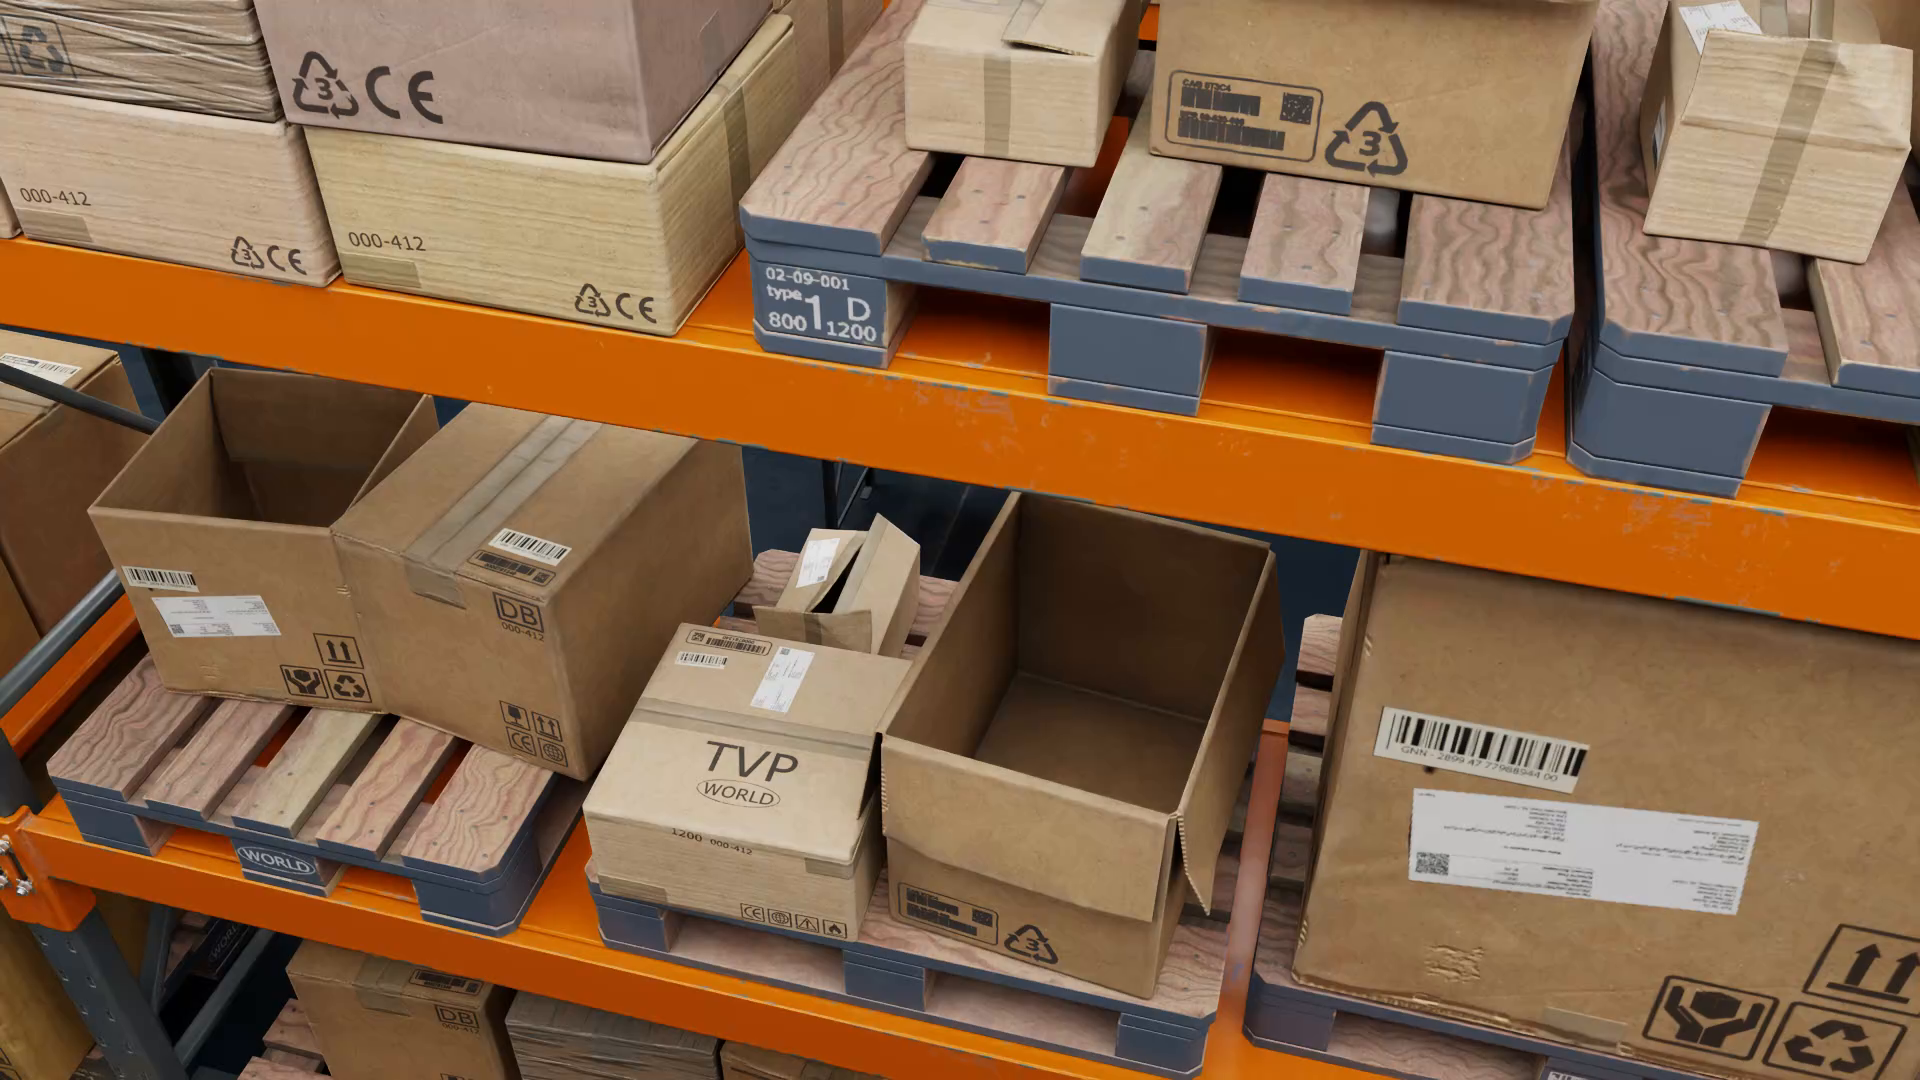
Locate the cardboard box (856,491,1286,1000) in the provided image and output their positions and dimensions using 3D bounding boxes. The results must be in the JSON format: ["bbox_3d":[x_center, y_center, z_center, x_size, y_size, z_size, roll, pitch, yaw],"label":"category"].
[{"bbox_3d":[0.232,0.364,3.077,0.637,0.503,0.797,14,42,16],"label":"cardboard box"}]

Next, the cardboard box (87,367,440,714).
[{"bbox_3d":[-1.401,-0.004,3.518,0.500,0.500,0.500,5,40,6],"label":"cardboard box"}]

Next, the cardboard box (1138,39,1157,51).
[{"bbox_3d":[0.857,-1.933,7.643,0.750,0.750,1.050,10,41,12],"label":"cardboard box"}]

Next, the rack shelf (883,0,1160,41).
[{"bbox_3d":[1.378,-2.327,7.247,4.000,0.370,1.077,10,41,11],"label":"rack shelf"}]

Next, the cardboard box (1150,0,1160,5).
[{"bbox_3d":[0.789,-2.564,6.892,0.500,0.500,0.500,10,41,11],"label":"cardboard box"}]

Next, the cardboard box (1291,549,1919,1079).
[{"bbox_3d":[1.199,0.186,2.904,1.000,1.000,1.000,10,41,12],"label":"cardboard box"}]

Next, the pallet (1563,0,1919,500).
[{"bbox_3d":[1.362,-0.450,2.268,1.003,0.211,1.213,10,41,11],"label":"pallet"}]

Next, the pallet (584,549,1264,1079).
[{"bbox_3d":[-0.011,0.507,3.463,1.213,0.211,1.003,10,41,11],"label":"pallet"}]

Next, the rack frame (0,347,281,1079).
[{"bbox_3d":[-1.933,0.130,3.763,0.127,3.000,1.000,10,41,11],"label":"rack frame"}]

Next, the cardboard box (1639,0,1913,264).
[{"bbox_3d":[0.997,-0.557,2.026,0.258,0.266,0.396,11,41,13],"label":"cardboard box"}]

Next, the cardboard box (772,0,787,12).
[{"bbox_3d":[-0.435,-1.154,2.493,0.500,0.500,0.500,10,41,12],"label":"cardboard box"}]

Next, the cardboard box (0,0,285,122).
[{"bbox_3d":[-1.057,-0.924,2.219,0.500,0.500,0.500,10,41,12],"label":"cardboard box"}]

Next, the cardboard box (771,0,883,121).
[{"bbox_3d":[-0.444,-0.875,2.744,0.500,0.250,0.500,11,41,13],"label":"cardboard box"}]

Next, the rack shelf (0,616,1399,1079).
[{"bbox_3d":[-0.001,0.738,3.598,4.000,0.370,1.077,10,41,11],"label":"rack shelf"}]

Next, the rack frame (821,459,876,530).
[{"bbox_3d":[-0.409,-0.645,5.851,0.032,1.500,0.500,10,41,11],"label":"rack frame"}]

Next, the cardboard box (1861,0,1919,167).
[{"bbox_3d":[1.502,-0.694,2.004,0.637,0.503,0.797,8,41,9],"label":"cardboard box"}]

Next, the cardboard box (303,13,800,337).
[{"bbox_3d":[-0.550,-0.560,2.368,0.500,0.250,0.500,11,41,12],"label":"cardboard box"}]

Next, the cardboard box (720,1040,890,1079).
[{"bbox_3d":[-0.192,1.192,4.100,0.500,0.500,0.700,13,42,15],"label":"cardboard box"}]

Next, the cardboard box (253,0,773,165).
[{"bbox_3d":[-0.569,-0.844,2.124,0.500,0.500,0.500,9,41,10],"label":"cardboard box"}]

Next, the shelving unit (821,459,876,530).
[{"bbox_3d":[0.082,-0.560,5.751,1.048,1.500,0.538,10,41,11],"label":"shelving unit"}]

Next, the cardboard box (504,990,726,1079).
[{"bbox_3d":[-0.742,1.102,4.207,0.500,0.500,0.700,7,40,8],"label":"cardboard box"}]

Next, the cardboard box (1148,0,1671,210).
[{"bbox_3d":[0.592,-0.850,2.190,0.637,0.503,0.797,11,41,13],"label":"cardboard box"}]

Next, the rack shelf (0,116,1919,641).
[{"bbox_3d":[-0.001,-0.411,2.633,4.000,0.370,1.077,10,41,11],"label":"rack shelf"}]

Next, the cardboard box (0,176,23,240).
[{"bbox_3d":[-1.545,-0.725,2.565,0.500,0.250,0.500,10,41,12],"label":"cardboard box"}]

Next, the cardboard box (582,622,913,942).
[{"bbox_3d":[-0.374,0.448,3.174,0.500,0.250,0.500,9,41,10],"label":"cardboard box"}]

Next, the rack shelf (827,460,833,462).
[{"bbox_3d":[0.082,-0.422,5.866,1.000,0.185,0.538,10,41,11],"label":"rack shelf"}]

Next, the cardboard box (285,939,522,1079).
[{"bbox_3d":[-1.281,1.018,4.307,0.500,0.500,0.700,8,41,9],"label":"cardboard box"}]

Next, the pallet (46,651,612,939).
[{"bbox_3d":[-1.217,0.256,3.762,1.003,0.211,1.213,10,41,11],"label":"pallet"}]

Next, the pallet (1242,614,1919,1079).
[{"bbox_3d":[1.230,0.651,3.291,1.213,0.211,1.003,10,41,11],"label":"pallet"}]

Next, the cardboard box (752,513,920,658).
[{"bbox_3d":[-0.253,0.130,3.540,0.258,0.266,0.396,9,41,10],"label":"cardboard box"}]

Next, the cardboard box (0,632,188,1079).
[{"bbox_3d":[-2.595,0.655,4.463,0.875,0.875,1.225,8,41,9],"label":"cardboard box"}]

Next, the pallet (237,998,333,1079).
[{"bbox_3d":[-1.179,1.329,4.504,1.213,0.211,1.003,10,41,11],"label":"pallet"}]

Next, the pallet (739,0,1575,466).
[{"bbox_3d":[0.359,-0.621,2.471,1.003,0.211,1.213,10,41,11],"label":"pallet"}]

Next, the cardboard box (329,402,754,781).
[{"bbox_3d":[-0.836,0.027,3.482,0.500,0.500,0.700,16,42,18],"label":"cardboard box"}]

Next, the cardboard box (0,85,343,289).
[{"bbox_3d":[-1.049,-0.639,2.463,0.500,0.250,0.500,11,41,12],"label":"cardboard box"}]

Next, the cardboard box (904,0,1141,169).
[{"bbox_3d":[0.094,-0.674,2.243,0.250,0.166,0.380,9,41,10],"label":"cardboard box"}]

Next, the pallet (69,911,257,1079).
[{"bbox_3d":[-2.676,1.020,4.871,1.213,0.211,1.003,10,41,11],"label":"pallet"}]

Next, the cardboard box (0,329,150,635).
[{"bbox_3d":[-2.333,-0.158,4.028,0.500,0.500,0.500,11,41,13],"label":"cardboard box"}]

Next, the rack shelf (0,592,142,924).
[{"bbox_3d":[-3.865,0.073,4.390,4.000,0.370,1.077,10,41,11],"label":"rack shelf"}]

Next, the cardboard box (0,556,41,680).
[{"bbox_3d":[-2.474,0.164,3.645,0.500,0.500,0.500,11,41,13],"label":"cardboard box"}]
